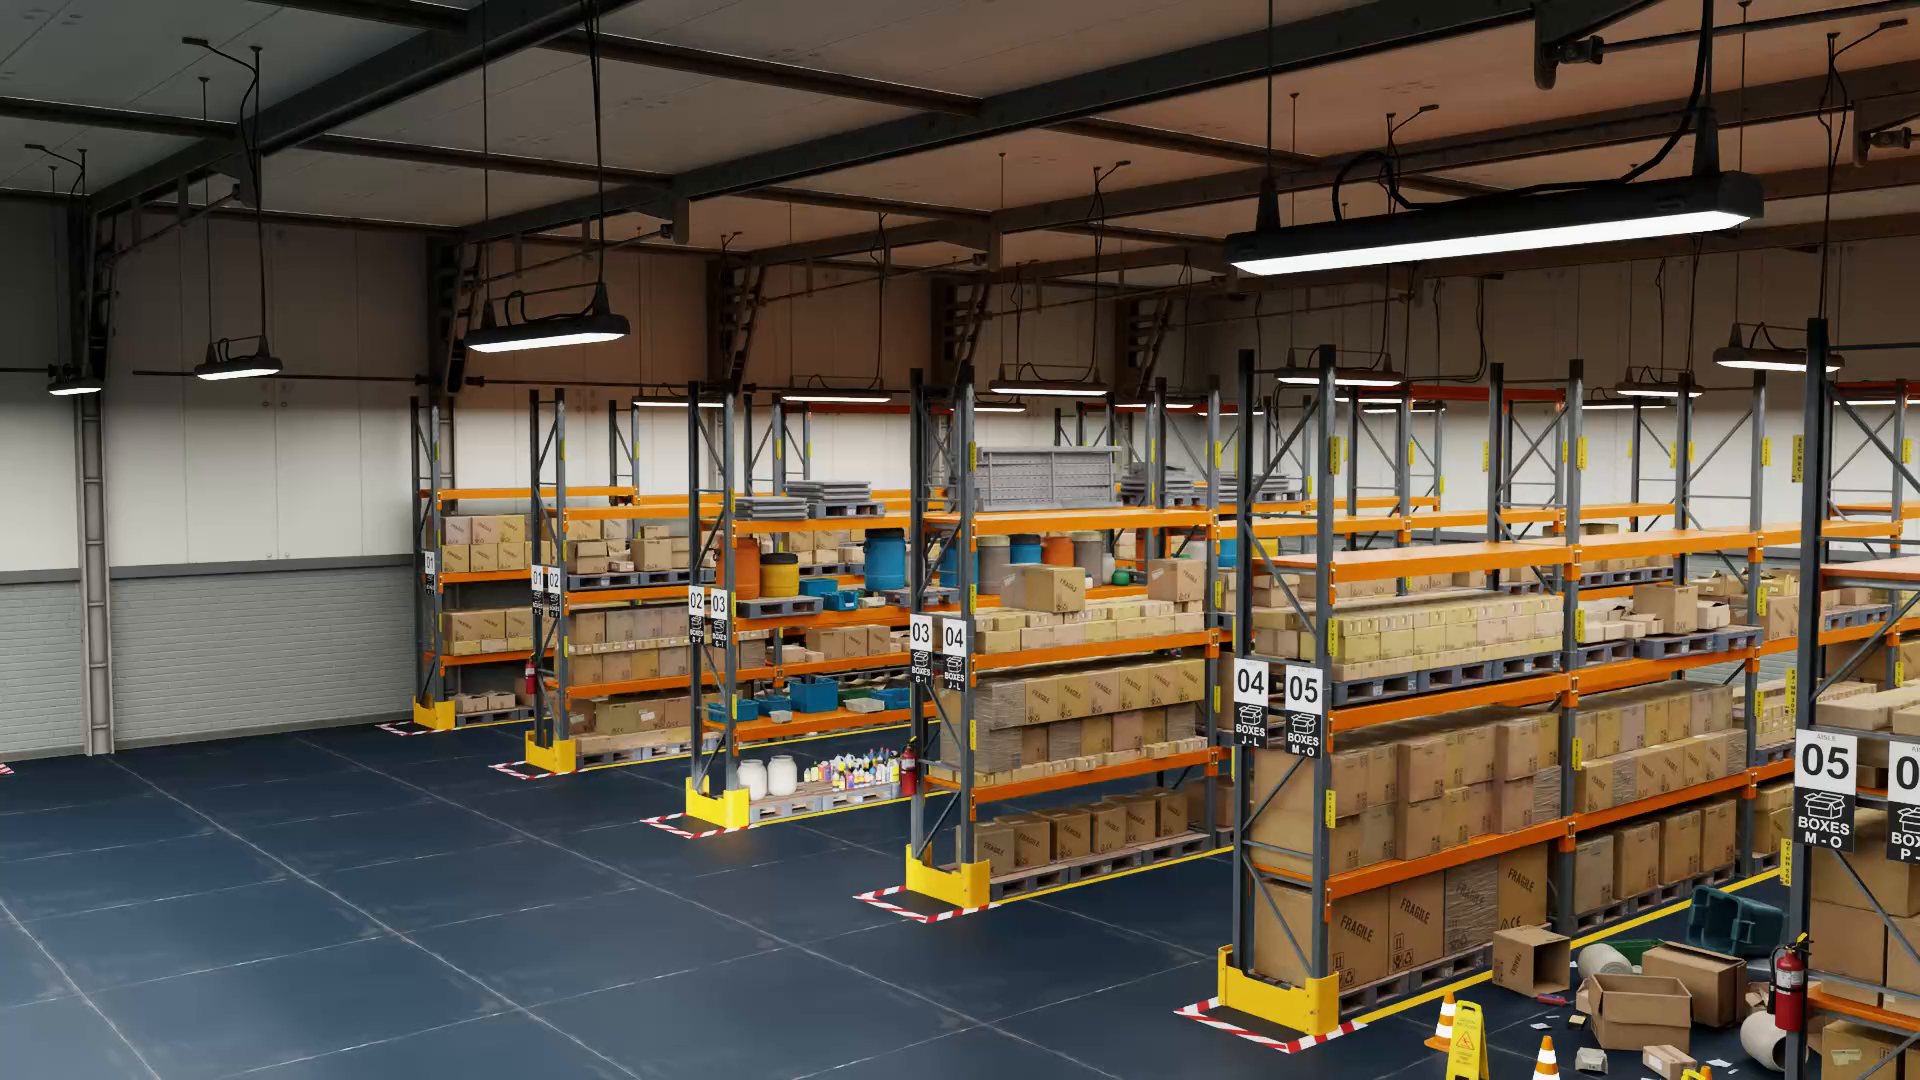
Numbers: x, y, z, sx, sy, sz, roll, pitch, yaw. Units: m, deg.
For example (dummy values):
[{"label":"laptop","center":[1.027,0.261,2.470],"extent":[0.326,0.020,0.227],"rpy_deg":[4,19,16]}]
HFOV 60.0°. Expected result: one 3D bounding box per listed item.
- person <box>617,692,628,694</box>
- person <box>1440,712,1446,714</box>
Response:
[{"label":"person","center":[-5.826,2.592,29.283],"extent":[0.693,1.712,0.627],"rpy_deg":[2,4,35]},{"label":"person","center":[6.707,3.045,22.169],"extent":[1.121,1.608,0.707],"rpy_deg":[-3,4,-38]}]
